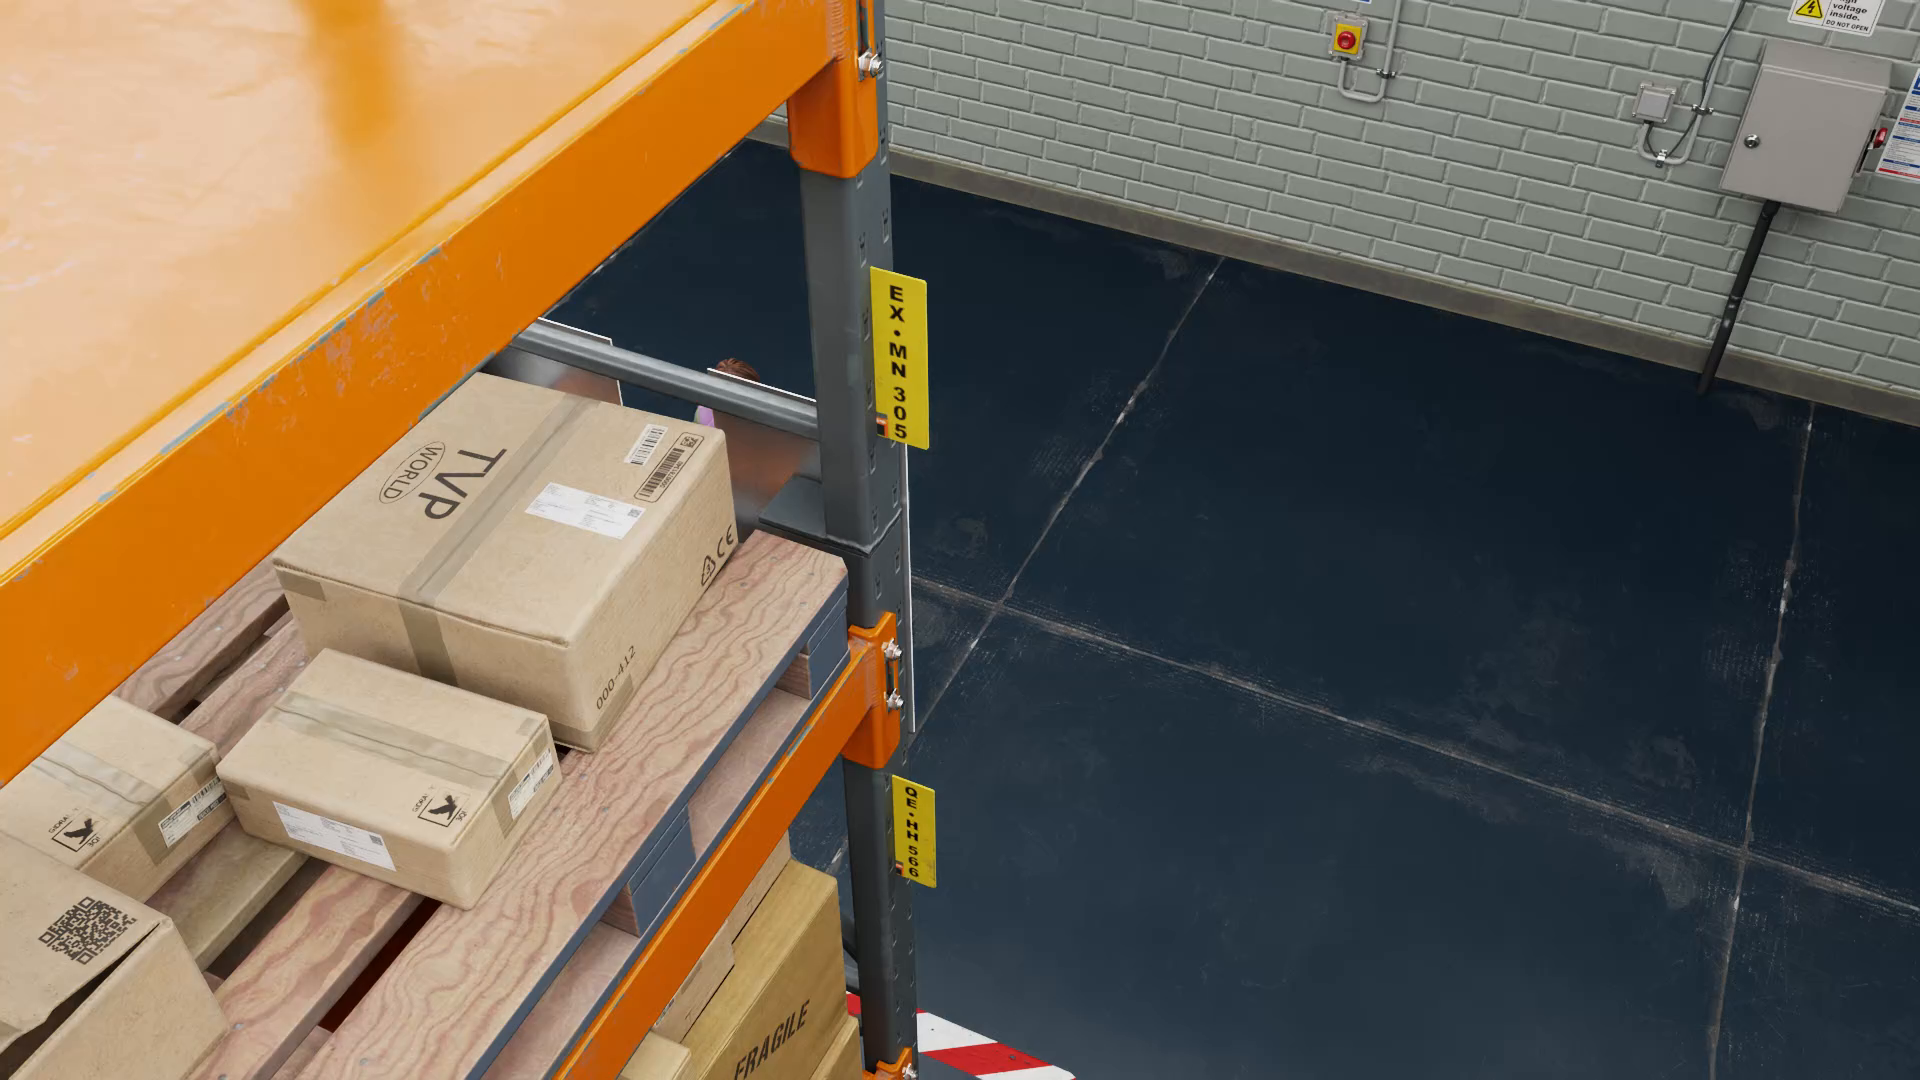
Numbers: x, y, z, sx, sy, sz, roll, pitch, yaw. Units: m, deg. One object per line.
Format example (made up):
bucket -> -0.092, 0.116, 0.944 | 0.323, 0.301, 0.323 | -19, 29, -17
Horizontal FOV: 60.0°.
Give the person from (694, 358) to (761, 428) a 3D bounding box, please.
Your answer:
person -> -0.788, -0.043, 6.215 | 0.484, 1.592, 0.376 | 15, 45, 16
